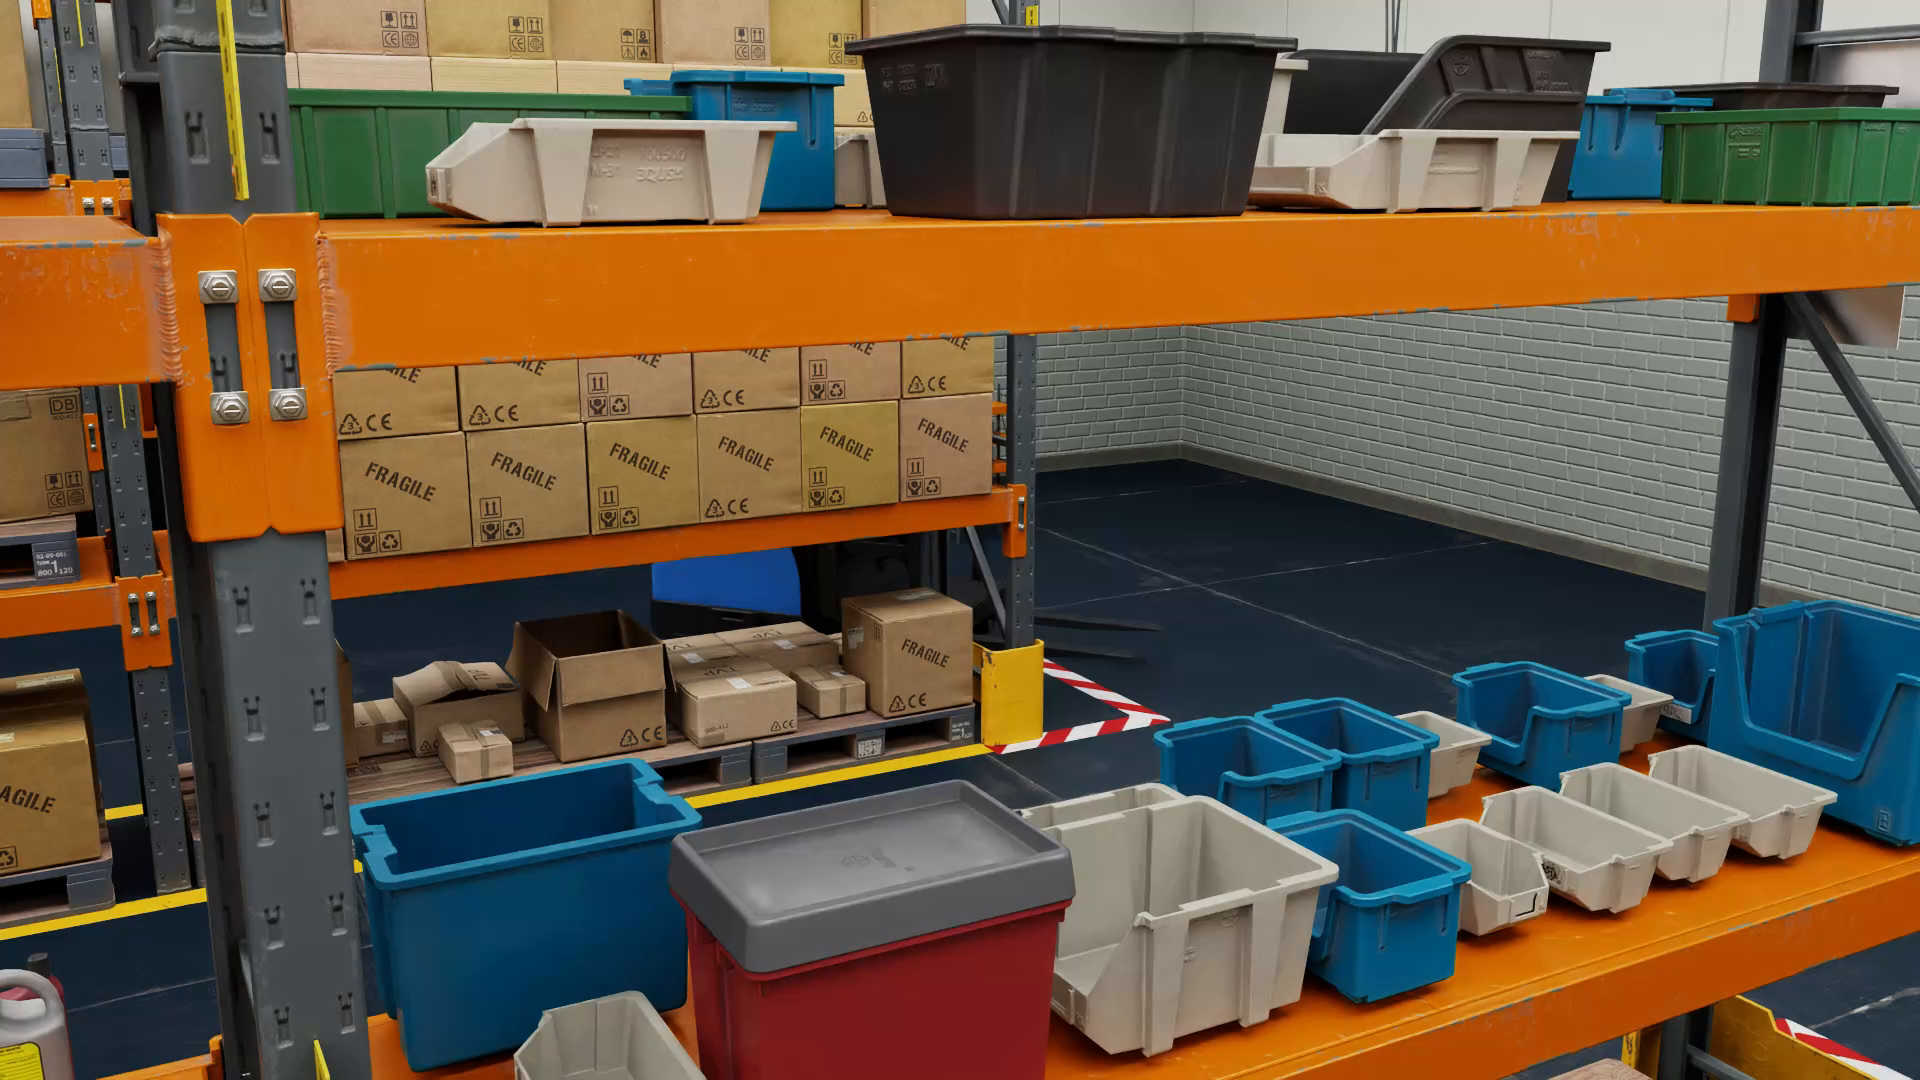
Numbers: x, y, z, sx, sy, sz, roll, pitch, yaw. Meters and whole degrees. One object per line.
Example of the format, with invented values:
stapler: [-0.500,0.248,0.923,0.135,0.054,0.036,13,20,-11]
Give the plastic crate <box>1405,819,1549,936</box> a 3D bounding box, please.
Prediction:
plastic crate: [1.084,0.724,3.525,0.250,0.136,0.298,-7,14,-28]

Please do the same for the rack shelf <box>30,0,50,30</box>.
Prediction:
rack shelf: [-7.555,-3.251,9.610,4.000,0.370,1.077,-7,14,-28]

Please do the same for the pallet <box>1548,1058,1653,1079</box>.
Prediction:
pallet: [1.716,1.847,4.421,1.213,0.211,1.003,-7,14,-28]

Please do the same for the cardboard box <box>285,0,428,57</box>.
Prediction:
cardboard box: [-2.508,-2.211,6.763,0.500,0.500,0.700,-7,14,-28]

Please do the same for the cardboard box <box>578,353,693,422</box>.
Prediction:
cardboard box: [-1.518,-0.822,7.423,0.500,0.500,0.500,-6,14,-26]

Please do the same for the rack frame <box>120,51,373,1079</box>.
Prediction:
rack frame: [-1.053,0.828,2.598,0.127,3.000,1.000,-7,14,-28]

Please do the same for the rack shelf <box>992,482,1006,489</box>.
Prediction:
rack shelf: [0.145,-0.343,13.113,0.480,0.148,0.258,-7,14,-28]

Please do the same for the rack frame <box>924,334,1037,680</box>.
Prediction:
rack frame: [0.088,-0.548,8.711,0.127,3.000,1.000,-7,14,-28]

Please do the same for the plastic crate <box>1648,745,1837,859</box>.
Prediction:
plastic crate: [1.829,0.627,3.954,0.243,0.136,0.396,-7,14,-28]

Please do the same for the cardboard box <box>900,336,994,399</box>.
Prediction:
cardboard box: [-0.171,-0.984,8.147,0.500,0.500,0.500,-7,14,-28]

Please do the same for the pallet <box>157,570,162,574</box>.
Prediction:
pallet: [-5.095,0.214,11.676,1.213,0.211,1.003,-7,14,-28]

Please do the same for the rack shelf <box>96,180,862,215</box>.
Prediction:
rack shelf: [-1.668,-1.450,7.526,4.000,0.370,1.077,-7,14,-28]

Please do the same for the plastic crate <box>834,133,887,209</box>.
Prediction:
plastic crate: [-0.119,-0.714,3.218,0.466,0.136,0.293,-7,14,-28]

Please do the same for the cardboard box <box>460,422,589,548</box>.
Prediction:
cardboard box: [-1.957,-0.283,7.309,0.500,0.500,0.500,-7,14,-28]

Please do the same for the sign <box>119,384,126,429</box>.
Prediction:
sign: [-3.154,-0.585,6.240,0.005,0.325,0.100,-7,14,-28]

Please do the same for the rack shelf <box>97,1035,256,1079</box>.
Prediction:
rack shelf: [-2.808,1.389,1.742,4.000,0.370,1.077,-7,14,-28]

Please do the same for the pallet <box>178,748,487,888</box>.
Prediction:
pallet: [-2.820,1.162,7.467,1.213,0.211,1.003,-7,14,-28]

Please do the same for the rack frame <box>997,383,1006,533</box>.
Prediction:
rack frame: [0.359,-0.628,13.169,0.015,1.200,0.240,-7,14,-28]

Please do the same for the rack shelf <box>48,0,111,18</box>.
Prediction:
rack shelf: [-4.044,-3.672,11.480,4.000,0.370,1.077,-7,14,-28]

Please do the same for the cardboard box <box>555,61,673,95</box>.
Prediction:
cardboard box: [-1.556,-1.920,7.181,0.500,0.250,0.500,-7,14,-28]

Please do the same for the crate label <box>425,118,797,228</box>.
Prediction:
crate label: [-0.485,-0.502,2.279,0.466,0.136,0.293,-7,14,-28]

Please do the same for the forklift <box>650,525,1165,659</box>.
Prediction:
forklift: [-0.322,-0.753,9.777,3.031,2.935,1.130,5,14,21]

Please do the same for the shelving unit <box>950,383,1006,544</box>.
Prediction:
shelving unit: [0.145,-0.603,13.055,0.503,1.200,0.258,-7,14,-28]

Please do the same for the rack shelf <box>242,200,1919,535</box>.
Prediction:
rack shelf: [0.703,-0.495,3.282,4.000,0.370,1.077,-7,14,-28]

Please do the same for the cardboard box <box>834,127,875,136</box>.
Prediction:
cardboard box: [-0.681,-1.783,7.708,0.500,0.250,0.500,-7,14,-28]

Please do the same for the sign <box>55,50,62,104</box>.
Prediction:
sign: [-5.531,-2.847,10.200,0.005,0.325,0.100,-7,14,-28]

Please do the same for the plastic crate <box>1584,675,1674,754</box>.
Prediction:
plastic crate: [1.762,0.487,4.577,0.298,0.136,0.250,-7,14,-28]

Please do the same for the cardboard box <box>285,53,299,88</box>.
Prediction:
cardboard box: [-2.877,-1.764,6.488,0.500,0.250,0.500,-7,14,-28]

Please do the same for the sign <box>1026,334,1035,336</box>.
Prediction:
sign: [0.336,-1.158,8.064,0.005,0.325,0.100,-7,14,-28]

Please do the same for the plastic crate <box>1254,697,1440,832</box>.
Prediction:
plastic crate: [0.928,0.561,4.030,0.300,0.233,0.416,-7,14,-28]

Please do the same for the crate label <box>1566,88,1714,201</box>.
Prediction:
crate label: [1.493,-0.949,4.000,0.502,0.251,0.408,-7,14,-28]

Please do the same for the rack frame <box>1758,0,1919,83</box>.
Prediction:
rack frame: [2.458,-2.519,3.809,0.127,3.000,1.000,-7,14,-28]

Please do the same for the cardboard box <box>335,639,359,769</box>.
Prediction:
cardboard box: [-3.059,0.763,7.576,0.500,0.500,0.500,-7,14,-28]

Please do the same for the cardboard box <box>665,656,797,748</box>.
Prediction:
cardboard box: [-1.120,0.778,8.081,0.500,0.250,0.500,-7,14,-28]

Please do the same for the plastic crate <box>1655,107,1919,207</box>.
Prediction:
plastic crate: [1.729,-0.794,3.456,0.336,0.188,0.450,-7,14,-28]

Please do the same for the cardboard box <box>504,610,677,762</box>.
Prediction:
cardboard box: [-1.776,0.678,7.949,0.637,0.503,0.797,-7,14,-28]

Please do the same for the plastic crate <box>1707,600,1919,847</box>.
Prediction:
plastic crate: [2.254,0.432,4.140,0.499,0.435,0.616,-7,14,-28]

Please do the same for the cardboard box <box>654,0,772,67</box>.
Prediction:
cardboard box: [-1.222,-2.381,7.520,0.500,0.500,0.700,-7,14,-28]

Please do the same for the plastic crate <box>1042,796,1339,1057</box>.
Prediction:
plastic crate: [0.376,0.732,3.160,0.530,0.282,0.437,-7,14,-28]

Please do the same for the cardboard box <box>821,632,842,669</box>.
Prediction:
cardboard box: [-0.664,0.624,8.955,0.250,0.166,0.380,-7,14,-28]

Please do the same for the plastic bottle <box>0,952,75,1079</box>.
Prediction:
plastic bottle: [-1.579,0.841,2.804,0.133,0.283,0.061,-7,14,-28]

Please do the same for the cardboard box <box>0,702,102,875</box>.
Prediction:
cardboard box: [-3.719,0.985,6.591,0.500,0.500,0.500,-7,14,-28]

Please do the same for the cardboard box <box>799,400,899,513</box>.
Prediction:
cardboard box: [-0.628,-0.442,8.012,0.500,0.500,0.500,-7,14,-27]
